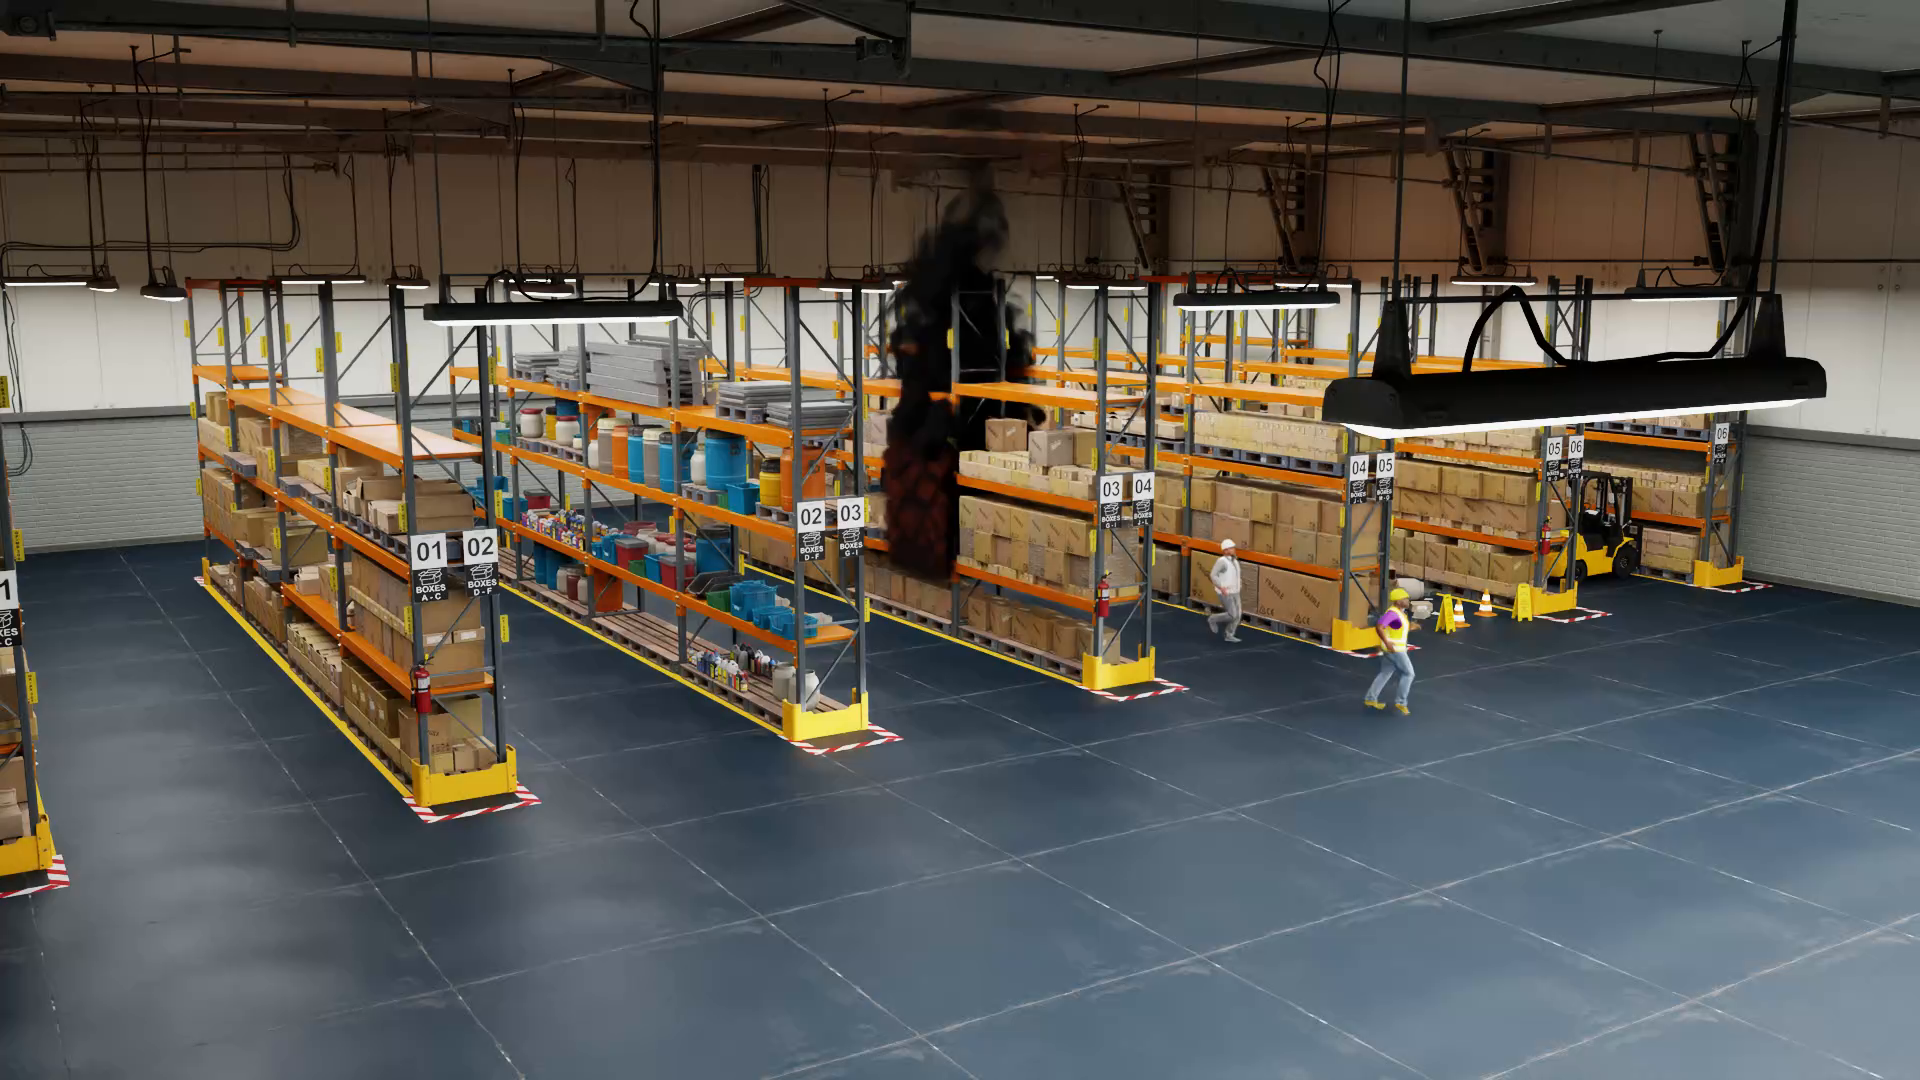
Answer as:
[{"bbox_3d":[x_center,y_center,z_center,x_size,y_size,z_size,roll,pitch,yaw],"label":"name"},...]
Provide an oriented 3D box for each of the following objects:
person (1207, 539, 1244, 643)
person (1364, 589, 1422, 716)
[{"bbox_3d":[4.458,0.846,27.800,0.597,1.728,0.671,8,13,41],"label":"person"},{"bbox_3d":[6.110,1.579,23.425,0.764,1.834,0.661,1,10,6],"label":"person"}]
